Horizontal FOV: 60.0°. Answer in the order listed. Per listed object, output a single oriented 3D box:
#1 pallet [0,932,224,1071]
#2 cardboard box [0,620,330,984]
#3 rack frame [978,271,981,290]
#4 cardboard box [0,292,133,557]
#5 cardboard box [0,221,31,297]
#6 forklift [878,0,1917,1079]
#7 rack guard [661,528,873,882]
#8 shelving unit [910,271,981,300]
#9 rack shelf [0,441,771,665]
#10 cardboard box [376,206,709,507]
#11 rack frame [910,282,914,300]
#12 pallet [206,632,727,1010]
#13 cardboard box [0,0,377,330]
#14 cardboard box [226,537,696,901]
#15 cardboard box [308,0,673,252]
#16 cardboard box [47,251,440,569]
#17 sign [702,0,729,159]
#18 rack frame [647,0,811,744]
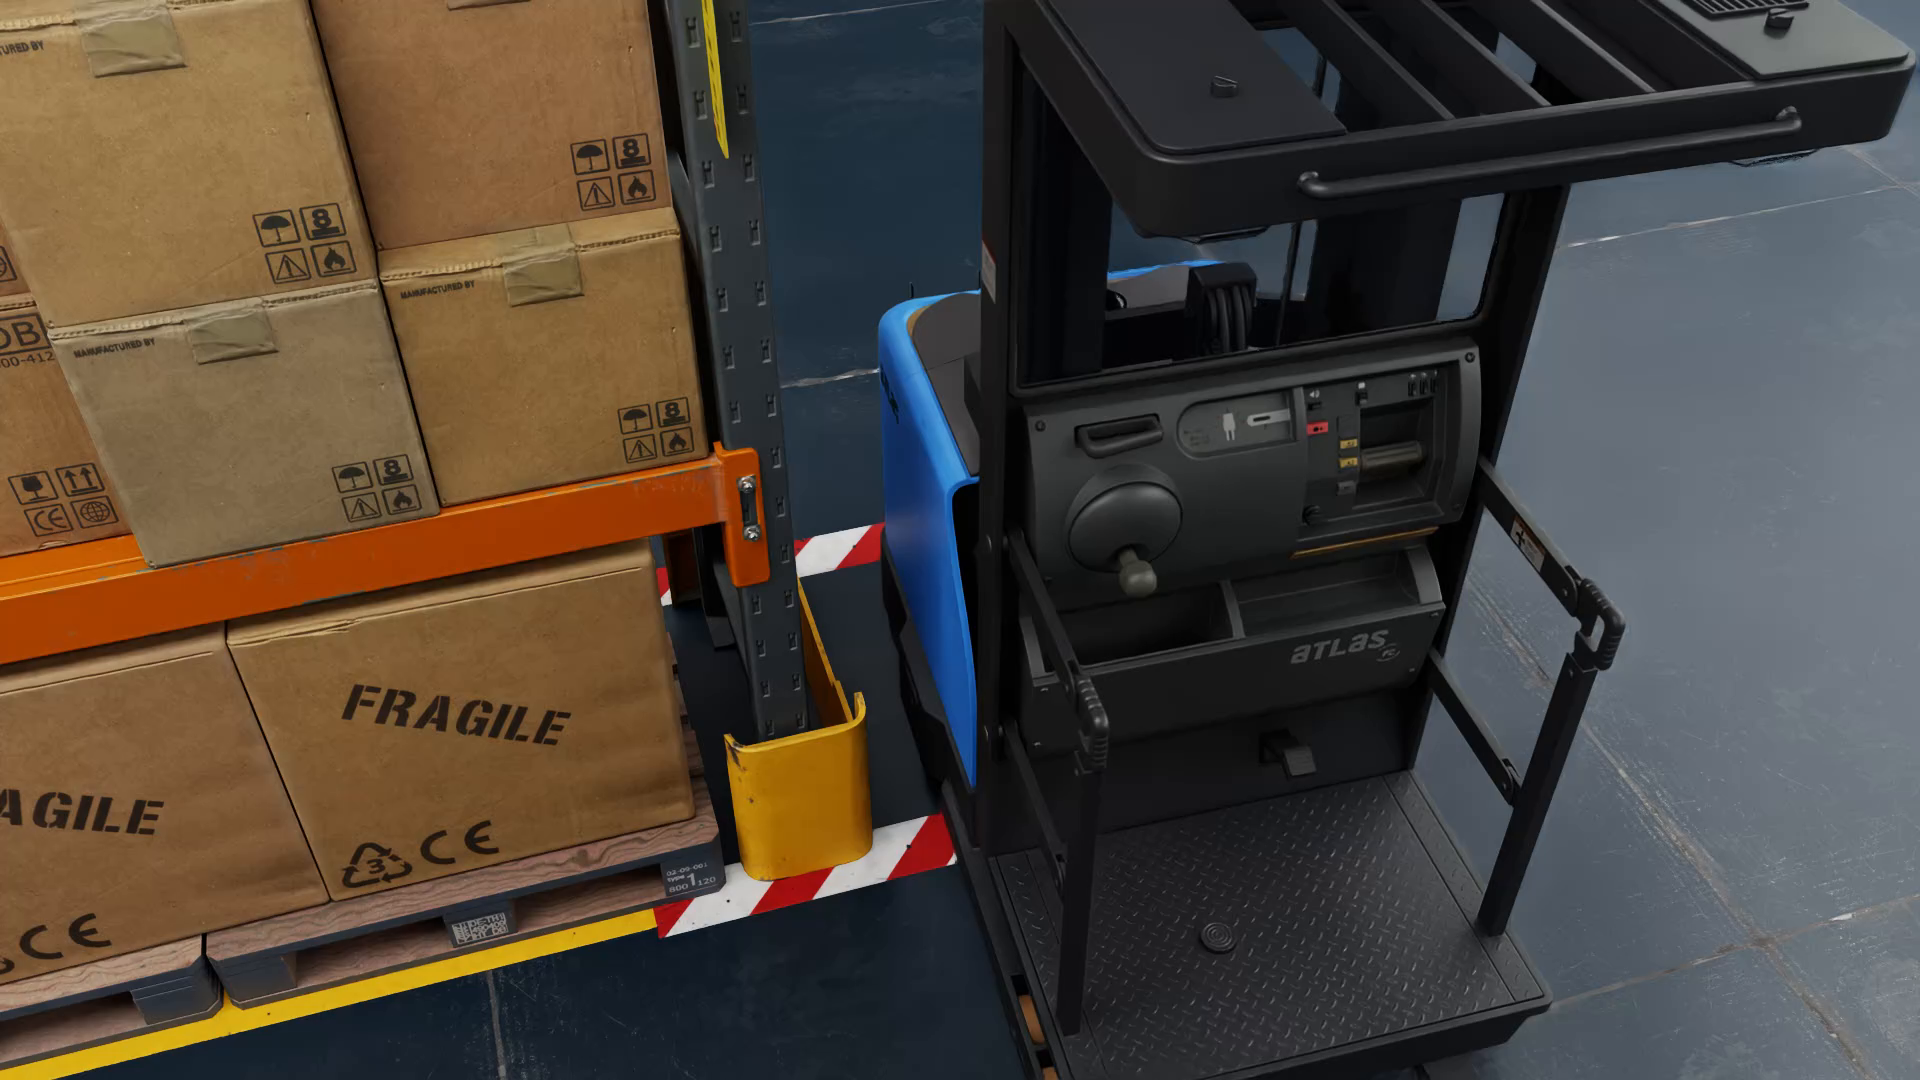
[{"bbox_3d":[-2.474,0.855,4.111,1.213,0.211,1.003,-12,42,-13],"label":"pallet"},{"bbox_3d":[-2.039,0.352,3.863,0.875,0.875,0.875,-12,43,-14],"label":"cardboard box"},{"bbox_3d":[0.089,-0.357,4.975,0.006,0.900,0.240,-12,42,-13],"label":"rack frame"},{"bbox_3d":[-2.004,-0.441,3.361,0.550,0.550,0.875,-12,42,-13],"label":"cardboard box"},{"bbox_3d":[-2.011,-0.863,3.023,0.550,0.550,0.875,-12,42,-13],"label":"cardboard box"},{"bbox_3d":[0.638,-0.057,3.087,1.130,2.935,3.031,-10,42,-11],"label":"forklift"},{"bbox_3d":[-0.551,0.296,4.532,0.348,0.500,1.175,-12,42,-13],"label":"rack guard"},{"bbox_3d":[-0.008,-0.337,4.952,0.210,0.900,0.258,-12,42,-13],"label":"shelving unit"},{"bbox_3d":[-2.481,0.025,3.488,4.000,0.370,1.077,-12,42,-13],"label":"rack shelf"},{"bbox_3d":[-0.914,-0.596,3.538,0.550,0.550,0.875,-12,42,-13],"label":"cardboard box"},{"bbox_3d":[-0.105,-0.317,4.929,0.006,0.900,0.240,-12,42,-13],"label":"rack frame"},{"bbox_3d":[-1.313,0.616,4.384,1.213,0.211,1.003,-12,42,-13],"label":"pallet"},{"bbox_3d":[-1.436,-0.888,3.052,0.550,0.550,0.875,-12,42,-13],"label":"cardboard box"},{"bbox_3d":[-1.200,0.177,4.064,0.875,0.875,0.875,-11,42,-13],"label":"cardboard box"},{"bbox_3d":[-0.939,-1.055,3.243,0.550,0.550,0.875,-12,42,-13],"label":"cardboard box"},{"bbox_3d":[-1.432,-0.473,3.398,0.550,0.550,0.875,-12,42,-13],"label":"cardboard box"},{"bbox_3d":[-0.424,-0.823,2.852,0.005,0.325,0.100,-12,42,-13],"label":"sign"},{"bbox_3d":[-0.573,-0.641,3.704,0.127,3.000,1.000,-12,42,-13],"label":"rack frame"}]
